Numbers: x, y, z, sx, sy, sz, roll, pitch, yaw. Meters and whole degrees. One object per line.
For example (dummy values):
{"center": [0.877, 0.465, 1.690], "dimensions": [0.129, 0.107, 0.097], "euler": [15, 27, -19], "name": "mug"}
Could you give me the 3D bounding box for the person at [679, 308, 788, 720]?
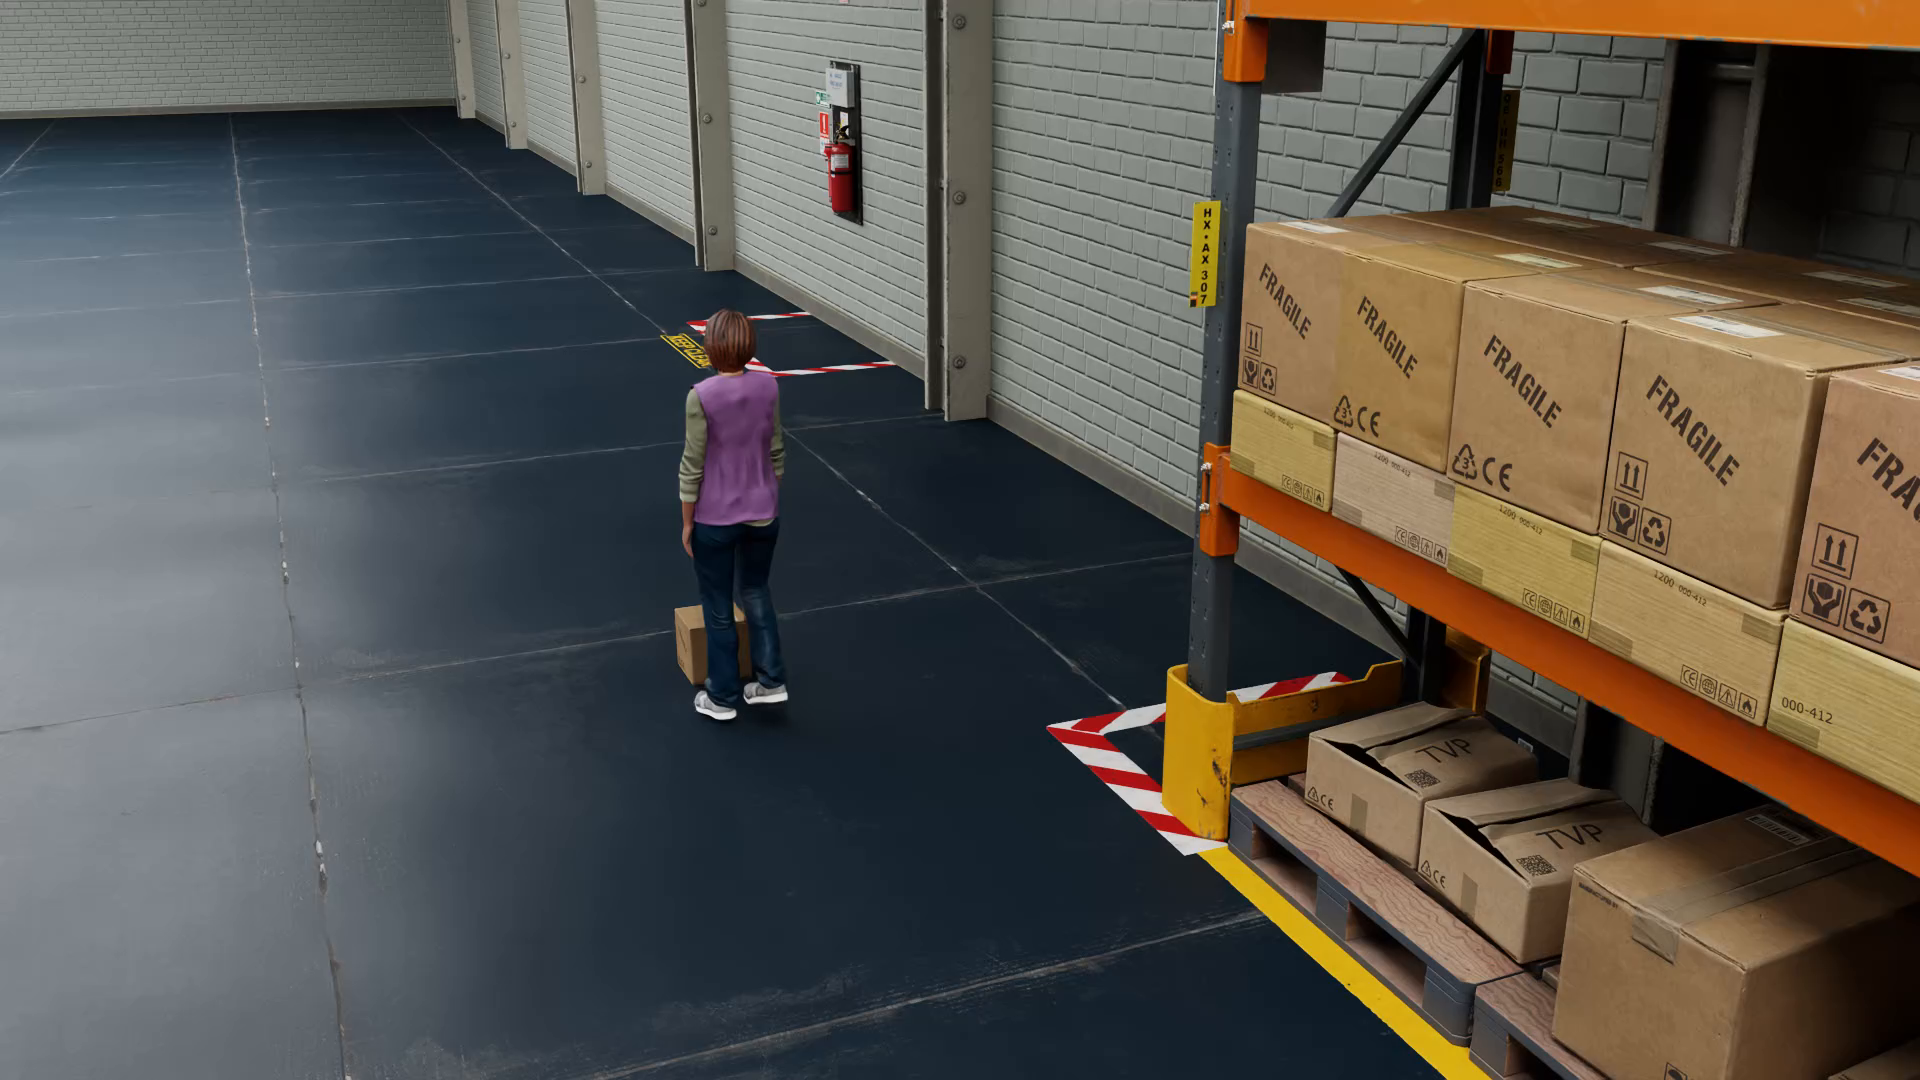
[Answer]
{"center": [-0.849, -0.072, 6.256], "dimensions": [0.429, 1.609, 0.412], "euler": [-11, 22, -29], "name": "person"}
